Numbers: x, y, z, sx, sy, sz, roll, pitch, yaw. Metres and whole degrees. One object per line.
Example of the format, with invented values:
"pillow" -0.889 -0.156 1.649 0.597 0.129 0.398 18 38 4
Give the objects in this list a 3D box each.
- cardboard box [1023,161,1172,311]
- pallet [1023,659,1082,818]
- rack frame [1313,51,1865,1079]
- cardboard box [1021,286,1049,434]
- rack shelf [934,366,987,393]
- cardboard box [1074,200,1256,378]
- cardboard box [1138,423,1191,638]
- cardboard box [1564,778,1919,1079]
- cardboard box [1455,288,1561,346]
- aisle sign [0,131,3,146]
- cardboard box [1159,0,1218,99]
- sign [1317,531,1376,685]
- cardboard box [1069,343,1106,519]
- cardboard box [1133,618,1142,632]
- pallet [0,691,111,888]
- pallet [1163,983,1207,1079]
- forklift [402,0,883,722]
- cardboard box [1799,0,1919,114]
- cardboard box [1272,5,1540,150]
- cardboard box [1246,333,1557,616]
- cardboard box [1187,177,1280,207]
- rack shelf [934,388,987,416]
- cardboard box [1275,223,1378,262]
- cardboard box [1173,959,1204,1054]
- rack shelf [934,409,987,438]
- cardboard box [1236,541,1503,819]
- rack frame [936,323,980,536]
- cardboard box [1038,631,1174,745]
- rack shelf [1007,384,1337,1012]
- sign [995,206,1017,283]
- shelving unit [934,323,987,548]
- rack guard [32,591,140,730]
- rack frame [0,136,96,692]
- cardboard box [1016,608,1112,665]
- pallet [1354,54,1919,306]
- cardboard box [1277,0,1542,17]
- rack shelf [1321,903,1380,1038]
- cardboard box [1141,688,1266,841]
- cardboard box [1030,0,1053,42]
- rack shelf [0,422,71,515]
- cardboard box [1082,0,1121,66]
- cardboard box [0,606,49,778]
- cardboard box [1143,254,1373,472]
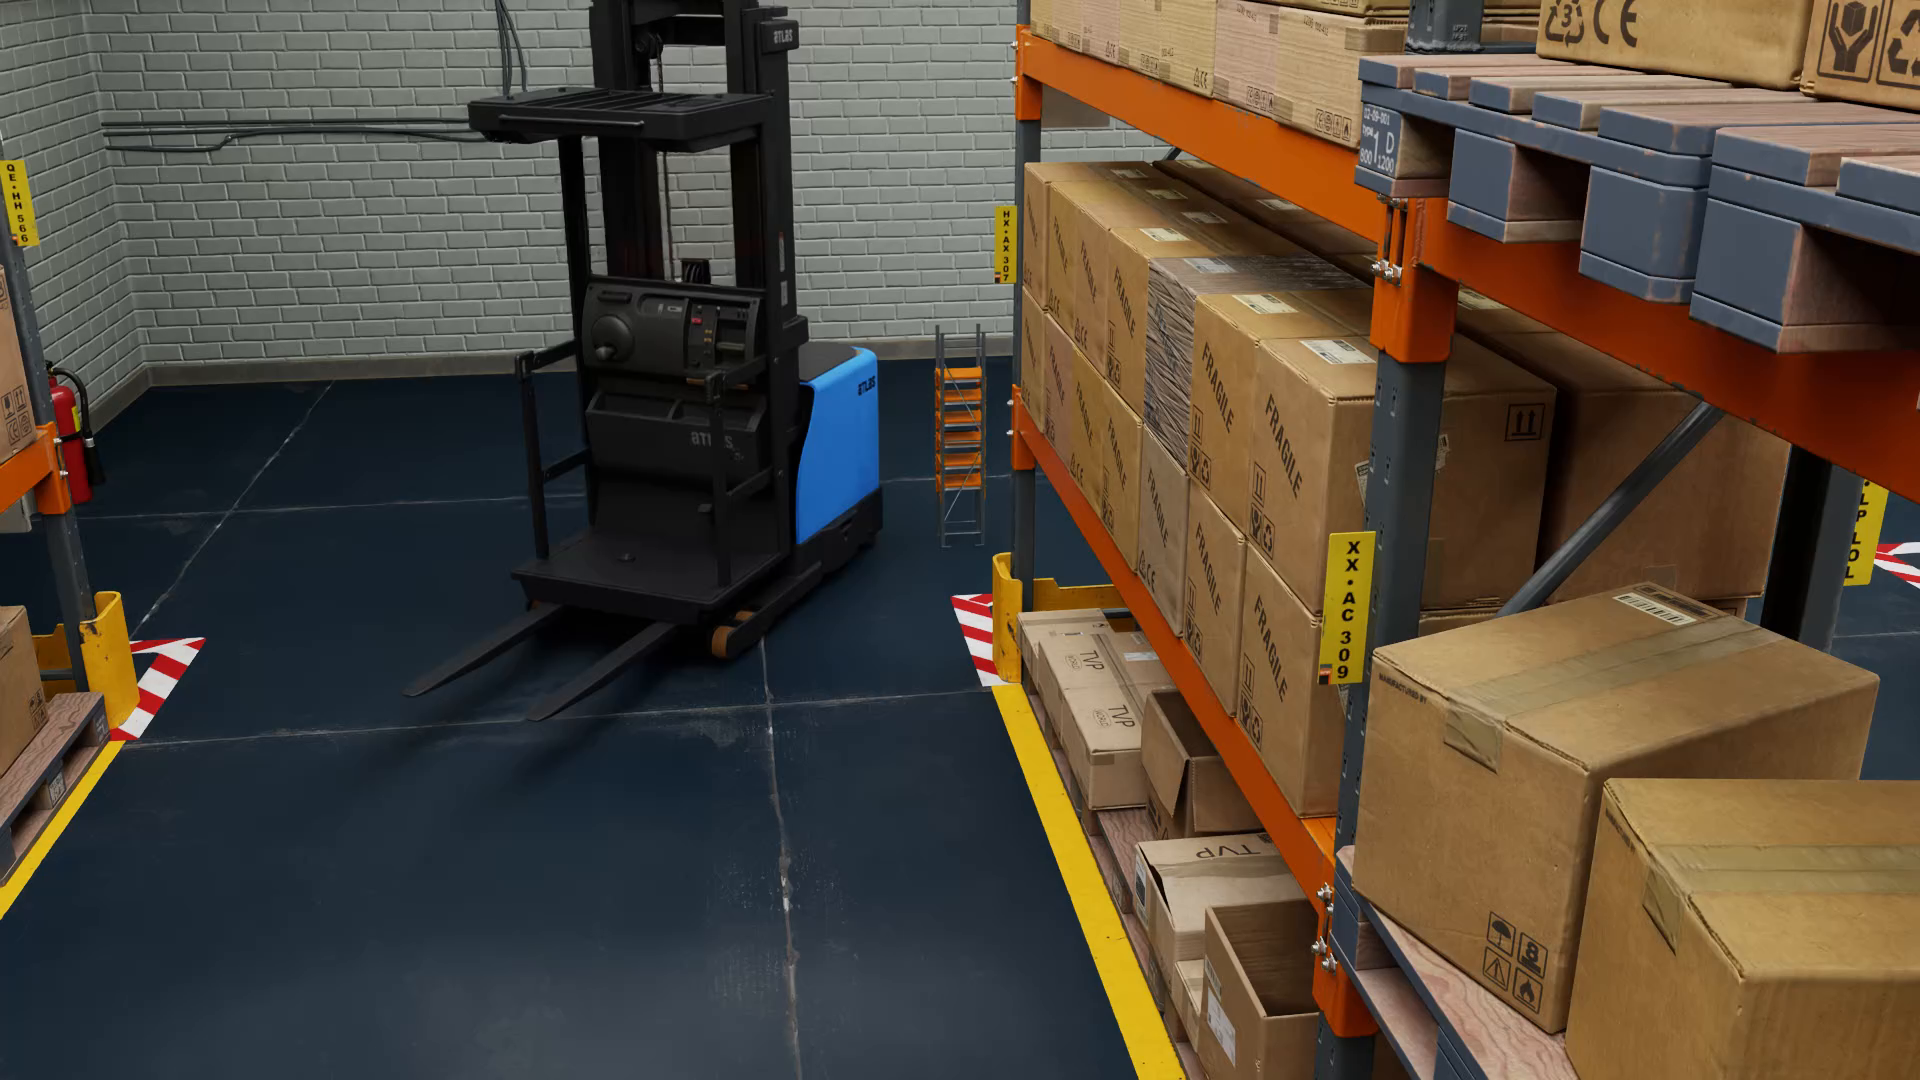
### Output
"cardboard box" 0.537 -1.219 6.622 0.500 0.500 0.500 -2 21 -6
"pallet" 0.861 0.738 6.940 1.003 0.211 1.213 -3 21 -8
"rack frame" 1.311 0.514 3.553 1.000 3.000 0.127 -3 21 -8
"cardboard box" 0.537 -0.751 6.797 0.500 0.500 0.500 -2 21 -7
"rack shelf" 0.002 -0.853 8.882 0.258 0.103 0.180 -3 21 -8
"cardboard box" 0.687 -0.865 5.674 0.500 0.500 0.500 -3 21 -7
"cardboard box" 0.833 -0.049 4.918 0.500 0.500 0.500 -2 21 -7
"cardboard box" 1.320 0.680 2.364 0.700 0.500 0.500 0 20 1
"cardboard box" 1.446 -0.357 4.314 0.500 0.500 0.500 -4 21 -9
"aisle sign" -3.881 -1.878 6.241 0.394 0.787 0.004 -3 21 -8
"cardboard box" 0.835 -1.322 4.397 0.500 0.250 0.500 -3 21 -8
"sign" 0.775 0.138 3.321 0.100 0.325 0.005 -3 21 -8
"cardboard box" 0.686 -0.399 5.854 0.500 0.500 0.500 -3 21 -8
"cardboard box" 1.056 0.270 7.151 0.500 0.500 0.500 -3 21 -8
"pallet" -3.975 0.959 6.346 1.003 0.211 1.213 -3 21 -8
"pallet" 1.213 1.582 4.678 1.003 0.211 1.213 -3 21 -8
"forklift" -1.441 -0.976 7.639 1.130 2.935 3.031 8 22 20
"cardboard box" 1.429 -0.773 1.827 0.600 0.600 0.600 -3 21 -8
"cardboard box" 0.977 -0.976 3.470 0.500 0.250 0.500 -3 21 -8
"cardboard box" 0.982 -0.163 3.795 0.500 0.500 0.500 -3 21 -7
"cardboard box" 1.144 -1.071 6.225 0.500 0.500 0.500 -2 21 -6
"rack shelf" 0.002 -0.740 8.924 0.258 0.103 0.180 -3 21 -8
"cardboard box" 1.297 -0.714 5.269 0.500 0.500 0.500 -2 21 -6
"cardboard box" 0.834 1.333 4.804 0.380 0.149 0.250 -3 21 -8
"rack shelf" 0.002 -0.628 8.966 0.258 0.103 0.180 -3 21 -8
"cardboard box" 0.985 0.307 3.965 0.500 0.500 0.500 -3 21 -7
"rack frame" -0.011 -0.589 9.078 0.240 1.200 0.006 -3 21 -8
"cardboard box" 0.604 0.587 6.660 0.500 0.250 0.500 -3 21 -8
"rack shelf" 1.022 0.158 5.533 1.077 0.370 4.000 -3 21 -8
"sign" 0.197 -1.249 7.036 0.100 0.325 0.005 -3 21 -8
"shelving unit" 0.002 -0.557 8.993 0.258 1.200 0.189 -3 21 -8
"rack guard" -4.171 0.543 7.049 1.175 0.500 0.348 -3 21 -8
"rack frame" -4.167 -0.620 6.589 1.000 3.000 0.127 -3 21 -8
"cardboard box" 0.454 0.421 7.249 0.380 0.149 0.250 -3 21 -8
"pallet" 1.335 -0.574 2.447 1.213 0.211 1.003 -3 21 -8
"cardboard box" 0.972 -1.210 3.381 0.500 0.250 0.500 -3 21 -8
"rack shelf" 1.599 1.543 1.825 1.077 0.370 4.000 -3 21 -8
"cardboard box" 1.035 0.827 5.654 0.797 0.503 0.637 -3 21 -8
"cardboard box" 0.557 -2.015 6.252 0.500 0.250 0.500 -3 21 -8
"rack shelf" -3.879 0.410 4.861 1.077 0.370 4.000 -3 21 -8
"cardboard box" 0.690 -1.669 5.324 0.500 0.250 0.500 -3 21 -8
"cardboard box" -3.967 0.592 6.317 0.700 0.500 0.500 -3 21 -8
"cardboard box" 0.833 -0.515 4.736 0.500 0.500 0.500 -3 21 -7
